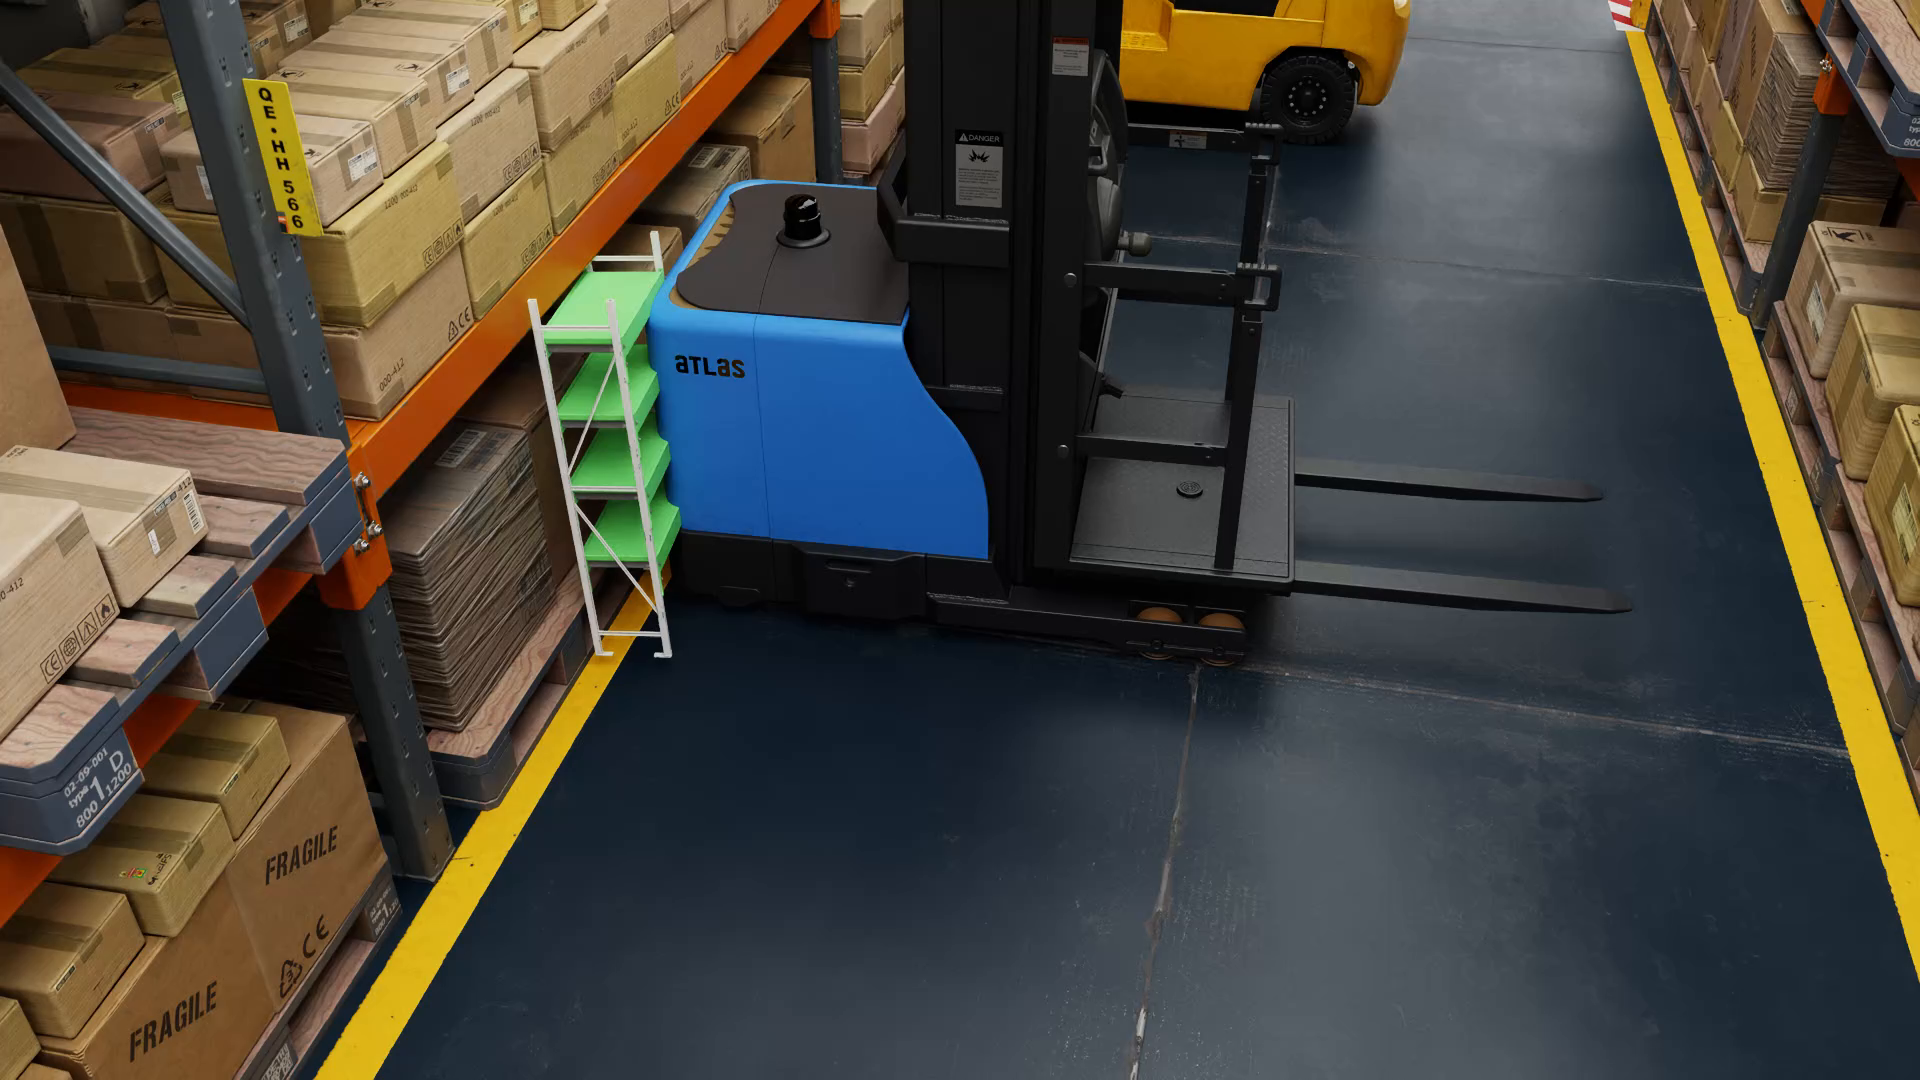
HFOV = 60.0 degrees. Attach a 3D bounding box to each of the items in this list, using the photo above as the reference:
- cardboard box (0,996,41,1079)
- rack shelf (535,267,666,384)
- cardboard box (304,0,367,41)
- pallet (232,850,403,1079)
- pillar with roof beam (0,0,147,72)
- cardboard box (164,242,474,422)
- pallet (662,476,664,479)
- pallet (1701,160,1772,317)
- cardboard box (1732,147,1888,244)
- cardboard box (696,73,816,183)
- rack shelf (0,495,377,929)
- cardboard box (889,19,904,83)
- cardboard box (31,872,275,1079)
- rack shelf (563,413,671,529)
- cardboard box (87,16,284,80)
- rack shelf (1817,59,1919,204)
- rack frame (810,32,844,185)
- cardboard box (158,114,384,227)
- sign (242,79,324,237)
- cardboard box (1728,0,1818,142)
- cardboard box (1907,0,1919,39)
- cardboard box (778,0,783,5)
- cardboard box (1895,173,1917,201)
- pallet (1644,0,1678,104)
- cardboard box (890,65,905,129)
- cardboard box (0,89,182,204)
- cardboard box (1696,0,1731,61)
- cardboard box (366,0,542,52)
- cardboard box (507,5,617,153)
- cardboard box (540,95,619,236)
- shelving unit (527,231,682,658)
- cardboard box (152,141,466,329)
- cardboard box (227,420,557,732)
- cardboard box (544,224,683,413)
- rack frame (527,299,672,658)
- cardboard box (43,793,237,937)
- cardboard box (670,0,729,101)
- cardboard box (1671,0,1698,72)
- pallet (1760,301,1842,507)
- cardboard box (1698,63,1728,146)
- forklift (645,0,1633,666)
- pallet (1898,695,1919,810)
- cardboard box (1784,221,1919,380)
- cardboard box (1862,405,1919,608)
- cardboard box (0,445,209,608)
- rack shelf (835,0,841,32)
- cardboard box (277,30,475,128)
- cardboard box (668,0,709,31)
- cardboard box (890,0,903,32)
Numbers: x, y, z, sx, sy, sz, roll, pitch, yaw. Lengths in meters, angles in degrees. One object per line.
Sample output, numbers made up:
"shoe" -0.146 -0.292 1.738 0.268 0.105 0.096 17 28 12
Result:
"cardboard box" -1.972 0.960 3.089 0.380 0.149 0.250 8 37 11
"rack shelf" -1.032 -0.629 4.838 0.258 0.148 0.480 1 33 6
"cardboard box" -1.836 -1.495 4.619 0.380 0.149 0.250 7 37 10
"pallet" -2.082 1.167 3.960 1.003 0.211 1.213 7 37 10
"pillar with roof beam" 1.718 -3.135 2.408 9.100 9.000 0.400 7 37 10
"cardboard box" -1.552 -0.549 4.079 0.500 0.250 0.500 7 37 10
"pallet" -1.409 -0.421 6.151 1.003 0.211 1.213 7 37 10
"pallet" 3.928 -1.319 7.390 1.003 0.211 1.213 7 37 10
"cardboard box" 3.682 -1.488 7.232 0.500 0.250 0.500 9 37 12
"cardboard box" -1.132 -1.587 7.049 0.875 0.625 0.625 9 37 12
"rack shelf" -2.313 1.052 2.355 1.077 0.370 4.000 7 37 10
"cardboard box" -0.521 -2.466 8.155 0.500 0.250 0.500 7 37 10
"cardboard box" -1.883 1.011 3.571 0.500 0.500 0.500 7 36 9
"rack shelf" -1.013 -0.224 5.095 0.258 0.148 0.480 1 33 6
"cardboard box" -1.952 -1.205 4.219 0.380 0.149 0.250 7 37 10
"rack shelf" 3.391 -0.621 4.664 1.077 0.370 4.000 7 37 10
"rack frame" -1.031 -2.679 6.890 1.000 3.000 0.127 7 37 10
"cardboard box" -1.530 -0.835 3.707 0.380 0.149 0.250 8 37 11
"sign" -1.354 -0.760 3.323 0.100 0.325 0.005 7 37 10
"cardboard box" 3.790 -2.084 7.415 0.500 0.500 0.500 8 37 11
"cardboard box" 3.330 -1.708 5.406 0.380 0.149 0.250 8 37 11
"cardboard box" -0.883 -2.296 6.490 0.500 0.250 0.500 8 37 11
"cardboard box" 4.208 -1.723 6.918 0.500 0.500 0.500 9 37 12
"pallet" 4.449 -2.718 9.320 1.003 0.211 1.213 7 37 10
"cardboard box" -0.511 -2.264 8.303 0.500 0.250 0.500 7 36 9
"cardboard box" -2.014 -0.901 3.799 0.380 0.149 0.250 8 37 11
"cardboard box" 4.003 -2.684 8.243 0.500 0.500 0.500 8 37 11
"cardboard box" -1.376 -1.438 4.539 0.380 0.149 0.250 8 37 10
"cardboard box" -1.315 -1.336 4.739 0.500 0.250 0.500 6 36 9
"cardboard box" -1.337 -1.133 4.884 0.500 0.250 0.500 6 36 8
"shelving unit" -1.016 -0.278 5.061 0.258 1.200 0.503 1 33 6
"cardboard box" -1.528 -0.748 3.928 0.500 0.250 0.500 7 37 10
"cardboard box" -1.739 0.050 4.791 0.875 0.625 0.625 8 37 11
"cardboard box" -1.464 -0.712 5.841 0.875 0.625 0.625 6 36 8
"rack frame" -1.038 -0.147 4.856 0.240 1.200 0.015 1 33 6
"cardboard box" -1.772 0.669 3.490 0.380 0.149 0.250 6 36 8
"cardboard box" -1.121 -1.727 5.704 0.500 0.250 0.500 8 37 10
"cardboard box" 4.114 -2.689 8.890 0.500 0.250 0.500 9 37 12
"pallet" 3.654 -0.483 6.237 1.003 0.211 1.213 7 37 10
"cardboard box" 3.899 -2.086 8.057 0.500 0.250 0.500 8 37 11
"forklift" 0.615 -1.128 4.809 3.031 2.935 1.130 5 36 7
"pallet" 3.133 0.916 4.307 1.003 0.211 1.213 7 37 10
"cardboard box" 3.709 -0.864 6.267 0.950 0.372 0.625 8 37 11
"cardboard box" 3.412 -0.052 5.148 0.950 0.372 0.625 8 37 12
"cardboard box" -1.651 -0.029 3.091 0.380 0.149 0.250 8 37 11
"rack shelf" -0.604 -3.534 8.683 1.077 0.370 4.000 7 37 10
"cardboard box" -1.444 -1.138 4.127 0.380 0.149 0.250 8 37 11
"cardboard box" -1.104 -1.919 5.543 0.500 0.250 0.500 8 37 11
"cardboard box" -0.502 -2.670 8.011 0.500 0.250 0.500 7 37 10
